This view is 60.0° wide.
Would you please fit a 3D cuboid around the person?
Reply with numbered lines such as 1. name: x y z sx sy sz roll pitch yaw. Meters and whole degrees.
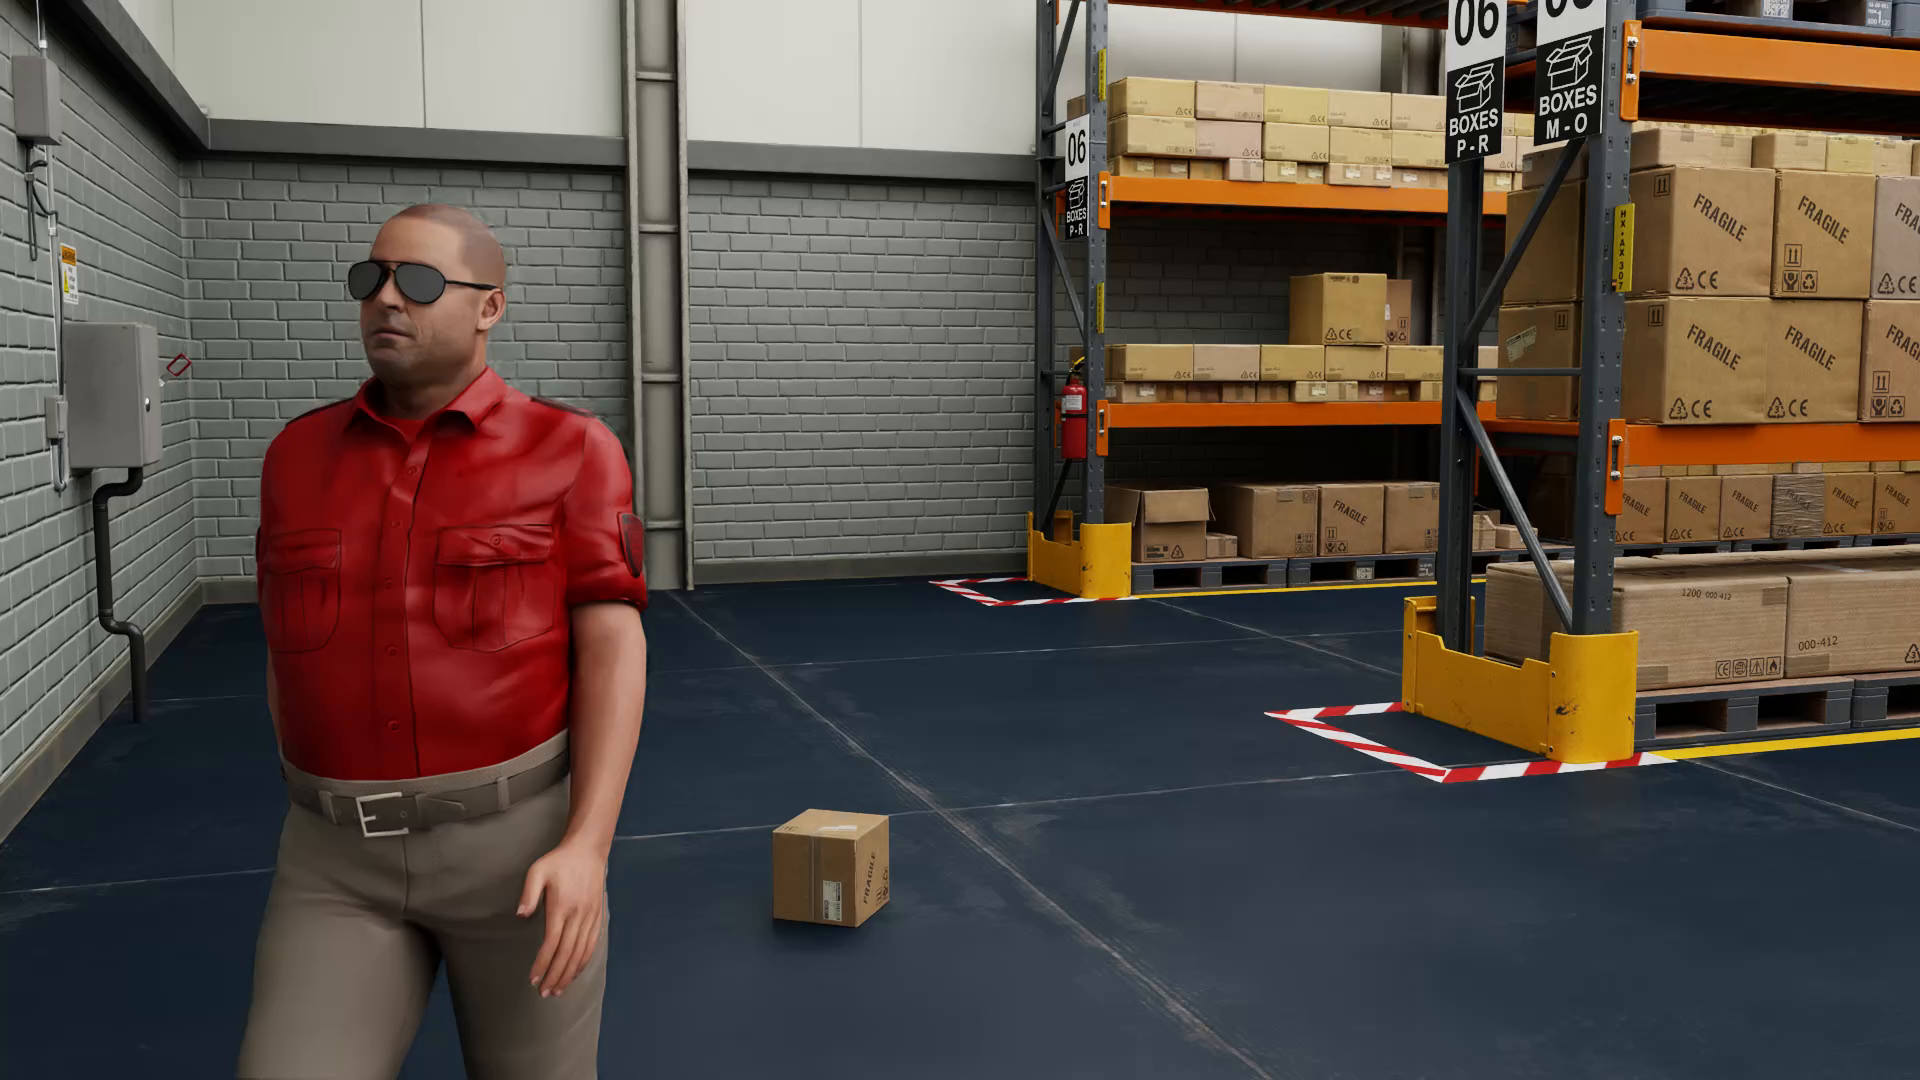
1. person: -0.668 0.422 2.057 0.539 1.687 0.896 0 6 -2
